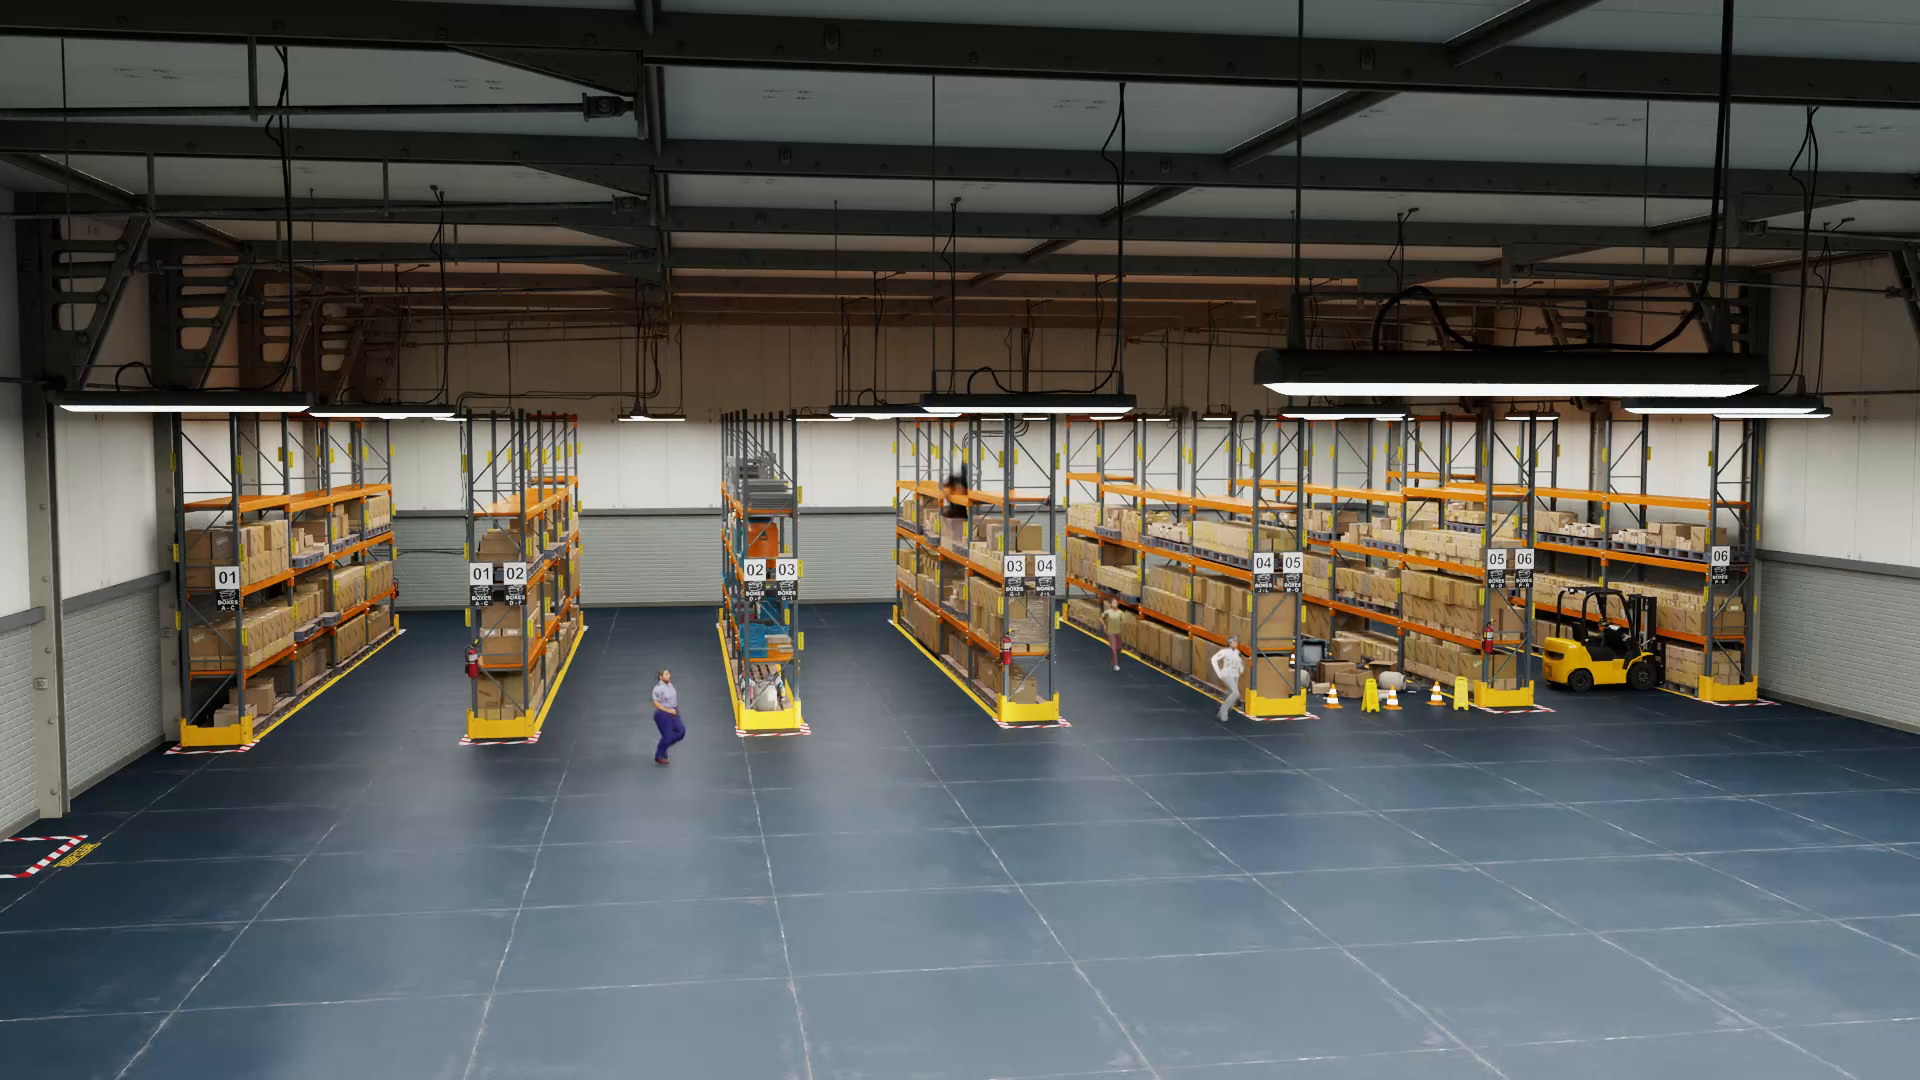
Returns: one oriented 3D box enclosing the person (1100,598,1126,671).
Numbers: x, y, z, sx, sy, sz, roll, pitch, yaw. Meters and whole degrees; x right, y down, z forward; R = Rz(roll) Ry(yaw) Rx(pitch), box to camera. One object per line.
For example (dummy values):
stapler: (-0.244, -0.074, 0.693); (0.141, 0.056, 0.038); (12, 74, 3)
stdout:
person: (3.596, 2.178, 38.792); (0.585, 1.645, 0.929); (-1, 4, -12)

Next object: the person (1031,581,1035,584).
person: (1.993, 1.581, 47.243); (0.703, 1.745, 0.635); (1, 4, 9)

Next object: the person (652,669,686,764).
person: (-4.926, 2.968, 28.066); (0.508, 1.610, 0.616); (2, 4, 21)

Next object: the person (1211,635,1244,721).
person: (5.242, 2.660, 32.104); (0.612, 1.664, 0.574); (-4, 5, -43)
